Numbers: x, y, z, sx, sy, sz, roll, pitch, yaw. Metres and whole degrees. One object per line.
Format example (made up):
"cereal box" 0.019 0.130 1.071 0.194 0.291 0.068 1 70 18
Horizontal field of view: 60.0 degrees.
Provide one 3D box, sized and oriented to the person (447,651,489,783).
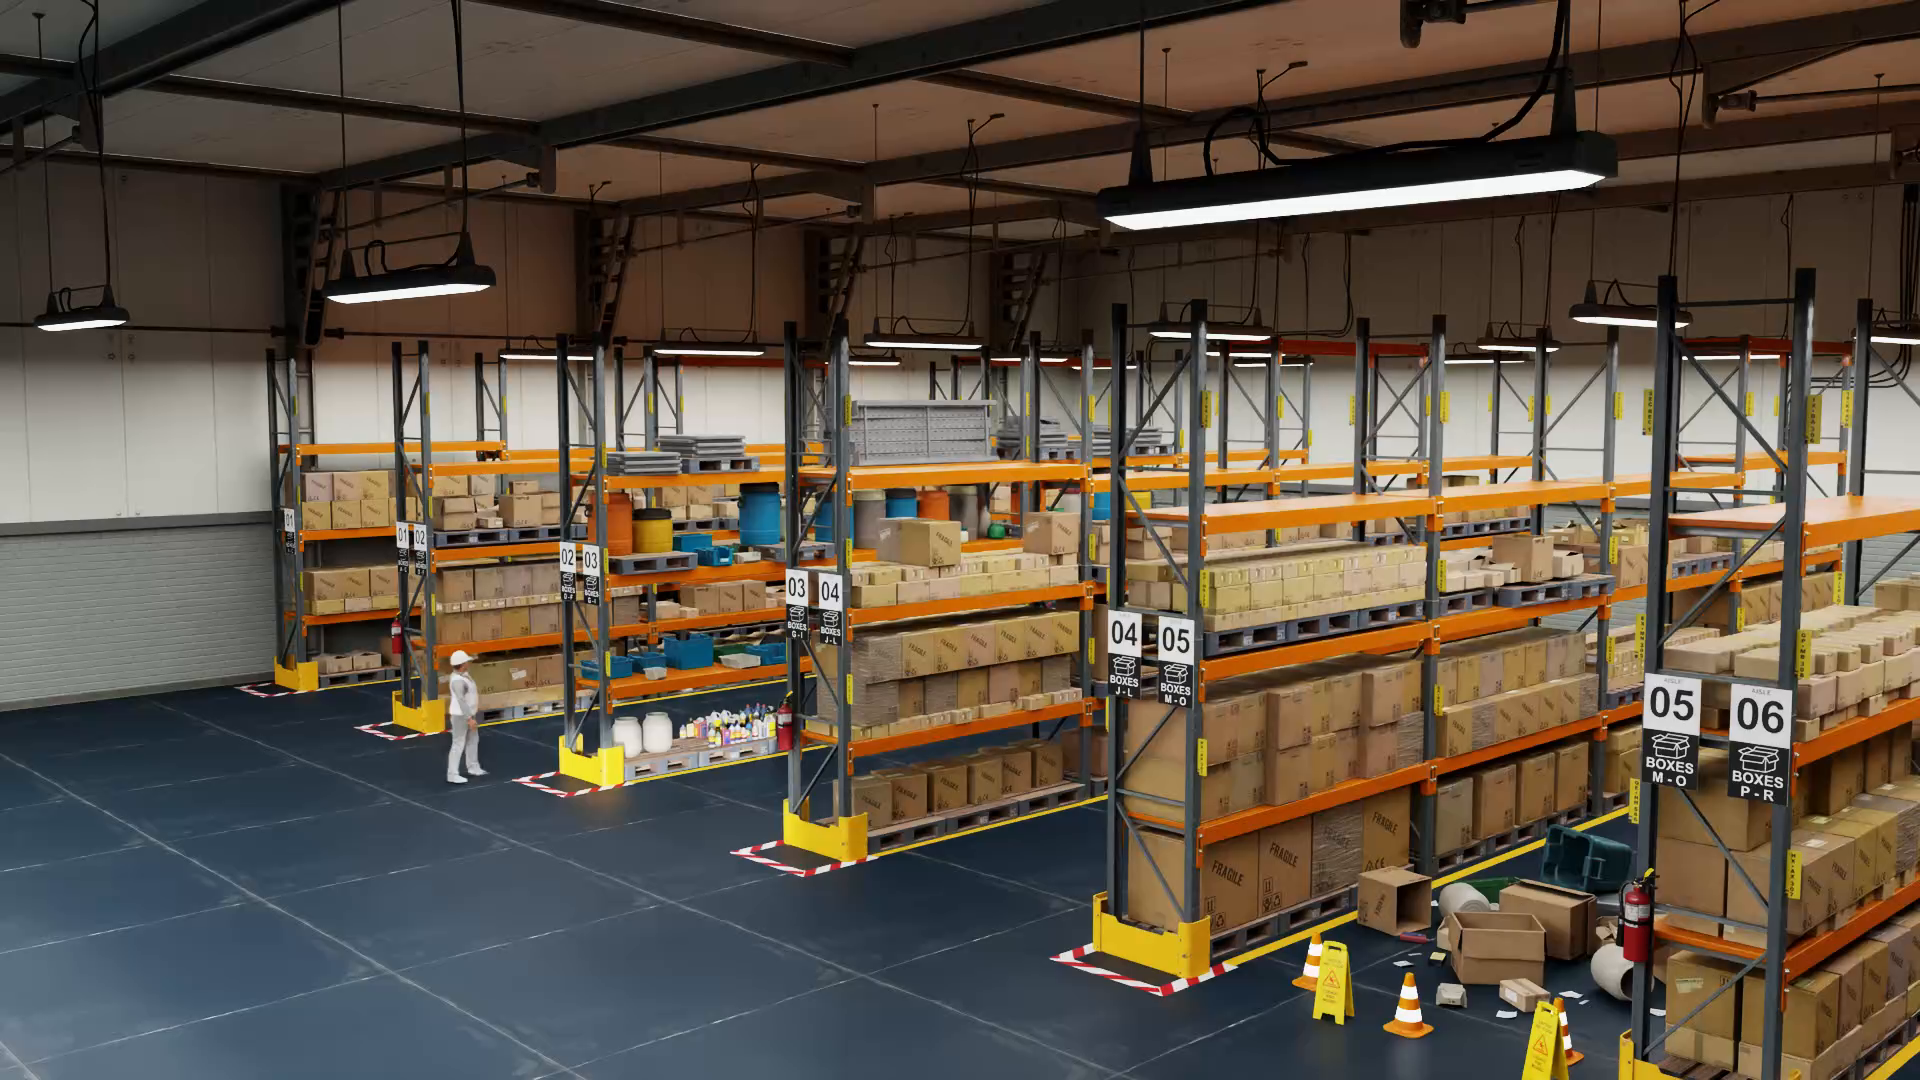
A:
"person" -6.668 2.367 22.427 0.475 1.802 0.695 -1 5 -6
